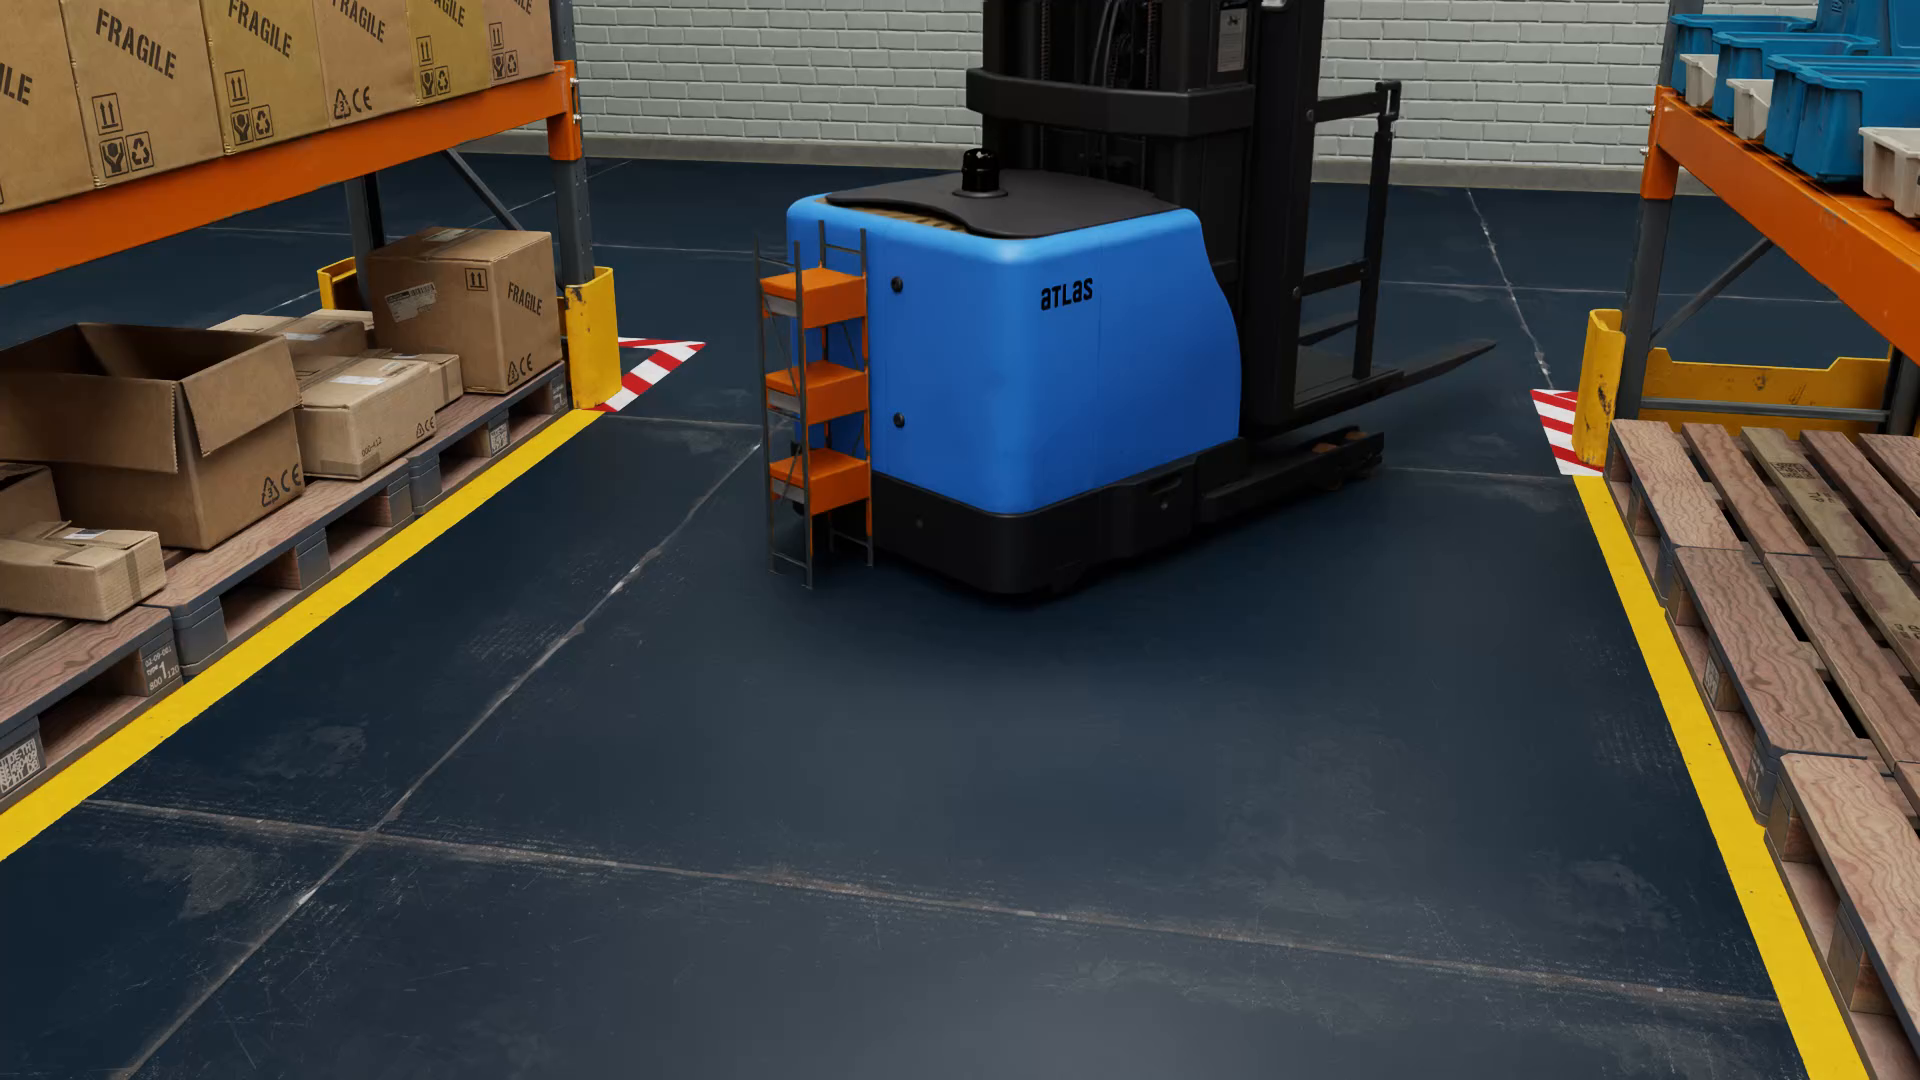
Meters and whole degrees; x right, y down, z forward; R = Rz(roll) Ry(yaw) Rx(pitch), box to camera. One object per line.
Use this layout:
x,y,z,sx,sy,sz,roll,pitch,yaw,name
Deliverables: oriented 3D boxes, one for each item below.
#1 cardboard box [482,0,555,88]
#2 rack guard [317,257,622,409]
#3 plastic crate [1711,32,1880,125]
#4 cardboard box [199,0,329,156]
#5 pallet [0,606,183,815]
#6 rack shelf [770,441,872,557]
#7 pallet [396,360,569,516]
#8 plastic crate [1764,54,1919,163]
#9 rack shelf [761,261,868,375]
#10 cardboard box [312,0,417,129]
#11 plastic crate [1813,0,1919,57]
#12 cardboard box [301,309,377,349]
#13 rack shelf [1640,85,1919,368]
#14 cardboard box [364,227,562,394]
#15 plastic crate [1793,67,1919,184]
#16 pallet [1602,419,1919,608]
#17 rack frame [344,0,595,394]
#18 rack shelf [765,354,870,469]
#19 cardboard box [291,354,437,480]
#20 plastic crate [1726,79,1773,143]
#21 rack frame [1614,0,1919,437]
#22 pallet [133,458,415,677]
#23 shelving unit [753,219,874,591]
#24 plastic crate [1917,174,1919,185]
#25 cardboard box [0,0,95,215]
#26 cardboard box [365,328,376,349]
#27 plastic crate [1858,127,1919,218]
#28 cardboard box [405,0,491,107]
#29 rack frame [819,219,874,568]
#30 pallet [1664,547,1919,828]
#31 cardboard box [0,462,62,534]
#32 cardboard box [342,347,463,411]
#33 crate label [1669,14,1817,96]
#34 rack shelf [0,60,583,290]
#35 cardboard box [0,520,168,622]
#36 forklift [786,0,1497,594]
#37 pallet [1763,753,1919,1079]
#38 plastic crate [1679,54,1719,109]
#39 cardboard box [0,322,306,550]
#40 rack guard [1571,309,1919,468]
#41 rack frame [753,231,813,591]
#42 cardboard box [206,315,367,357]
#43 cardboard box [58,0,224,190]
-1.810,-1.908,5.941,0.500,0.500,0.500,5,23,13,cardboard box
-2.000,-0.858,6.816,1.175,0.500,0.348,4,22,11,rack guard
2.357,-1.311,4.737,0.416,0.233,0.300,4,22,11,plastic crate
-2.122,-1.351,4.560,0.500,0.500,0.500,4,22,10,cardboard box
-2.660,0.460,3.930,1.003,0.211,1.213,4,22,11,pallet
-0.427,-0.127,5.035,0.240,0.259,0.215,-20,29,-41,rack shelf
-2.162,-0.433,6.146,1.003,0.211,1.213,4,22,11,pallet
2.222,-1.070,4.139,0.416,0.233,0.300,4,22,11,plastic crate
-0.427,-0.648,4.825,0.240,0.259,0.215,-20,29,-41,rack shelf
-2.019,-1.536,5.017,0.500,0.500,0.500,5,22,11,cardboard box
2.978,-1.574,5.120,0.616,0.435,0.499,4,22,11,plastic crate
-2.407,-0.800,6.553,0.380,0.149,0.250,4,22,11,cardboard box
2.455,-0.602,3.795,1.077,0.370,4.000,4,22,11,rack shelf
-1.855,-0.873,6.262,0.500,0.500,0.500,4,22,11,cardboard box
2.161,-0.960,3.867,0.416,0.233,0.300,4,22,11,plastic crate
2.657,-0.075,5.256,1.003,0.211,1.213,4,22,11,pallet
-1.985,-2.046,6.418,1.000,3.000,0.127,4,22,11,rack frame
-0.427,-0.385,4.931,0.240,0.259,0.215,-20,29,-41,rack shelf
-2.078,-0.412,5.452,0.500,0.250,0.500,4,22,11,cardboard box
2.206,-1.148,4.461,0.250,0.136,0.298,4,22,11,plastic crate
2.864,-1.667,5.477,1.000,3.000,0.127,4,22,11,rack frame
-2.413,0.012,5.041,1.003,0.211,1.213,4,22,11,pallet
-0.427,-0.394,4.927,0.252,1.050,0.215,-20,29,-41,shelving unit
2.013,-0.534,2.952,0.437,0.125,0.590,4,22,11,plastic crate
-2.329,-0.982,3.644,0.500,0.500,0.500,5,22,12,cardboard box
-2.458,-0.717,6.323,0.380,0.166,0.250,4,22,11,cardboard box
2.108,-0.769,3.521,0.293,0.136,0.466,4,22,11,plastic crate
-1.912,-1.718,5.469,0.500,0.500,0.500,5,22,11,cardboard box
-0.340,-0.426,5.007,0.008,1.050,0.200,-20,29,-41,rack frame
2.406,0.370,4.152,1.003,0.211,1.213,4,22,11,pallet
-2.809,-0.044,4.458,0.500,0.311,0.500,4,22,11,cardboard box
-2.025,-0.577,5.974,0.380,0.166,0.250,4,22,11,cardboard box
2.491,-1.552,5.335,0.416,0.233,0.303,4,22,11,crate label
-2.393,-0.981,4.736,1.077,0.370,4.000,4,22,11,rack shelf
-2.337,0.073,4.360,0.380,0.166,0.250,4,22,11,cardboard box
0.864,-1.654,5.538,3.031,2.935,1.130,-20,29,-40,forklift
2.159,0.818,3.041,1.003,0.211,1.213,4,22,11,pallet
2.344,-1.396,5.077,0.250,0.136,0.298,4,22,11,plastic crate
-2.423,-0.316,4.877,0.797,0.503,0.637,4,22,11,cardboard box
2.856,-0.517,5.968,1.175,0.500,0.348,4,22,11,rack guard
-0.514,-0.362,4.847,0.008,1.050,0.200,-20,29,-41,rack frame
-2.475,-0.614,5.955,0.500,0.250,0.500,4,22,11,cardboard box
-2.225,-1.165,4.098,0.500,0.500,0.500,4,22,11,cardboard box
